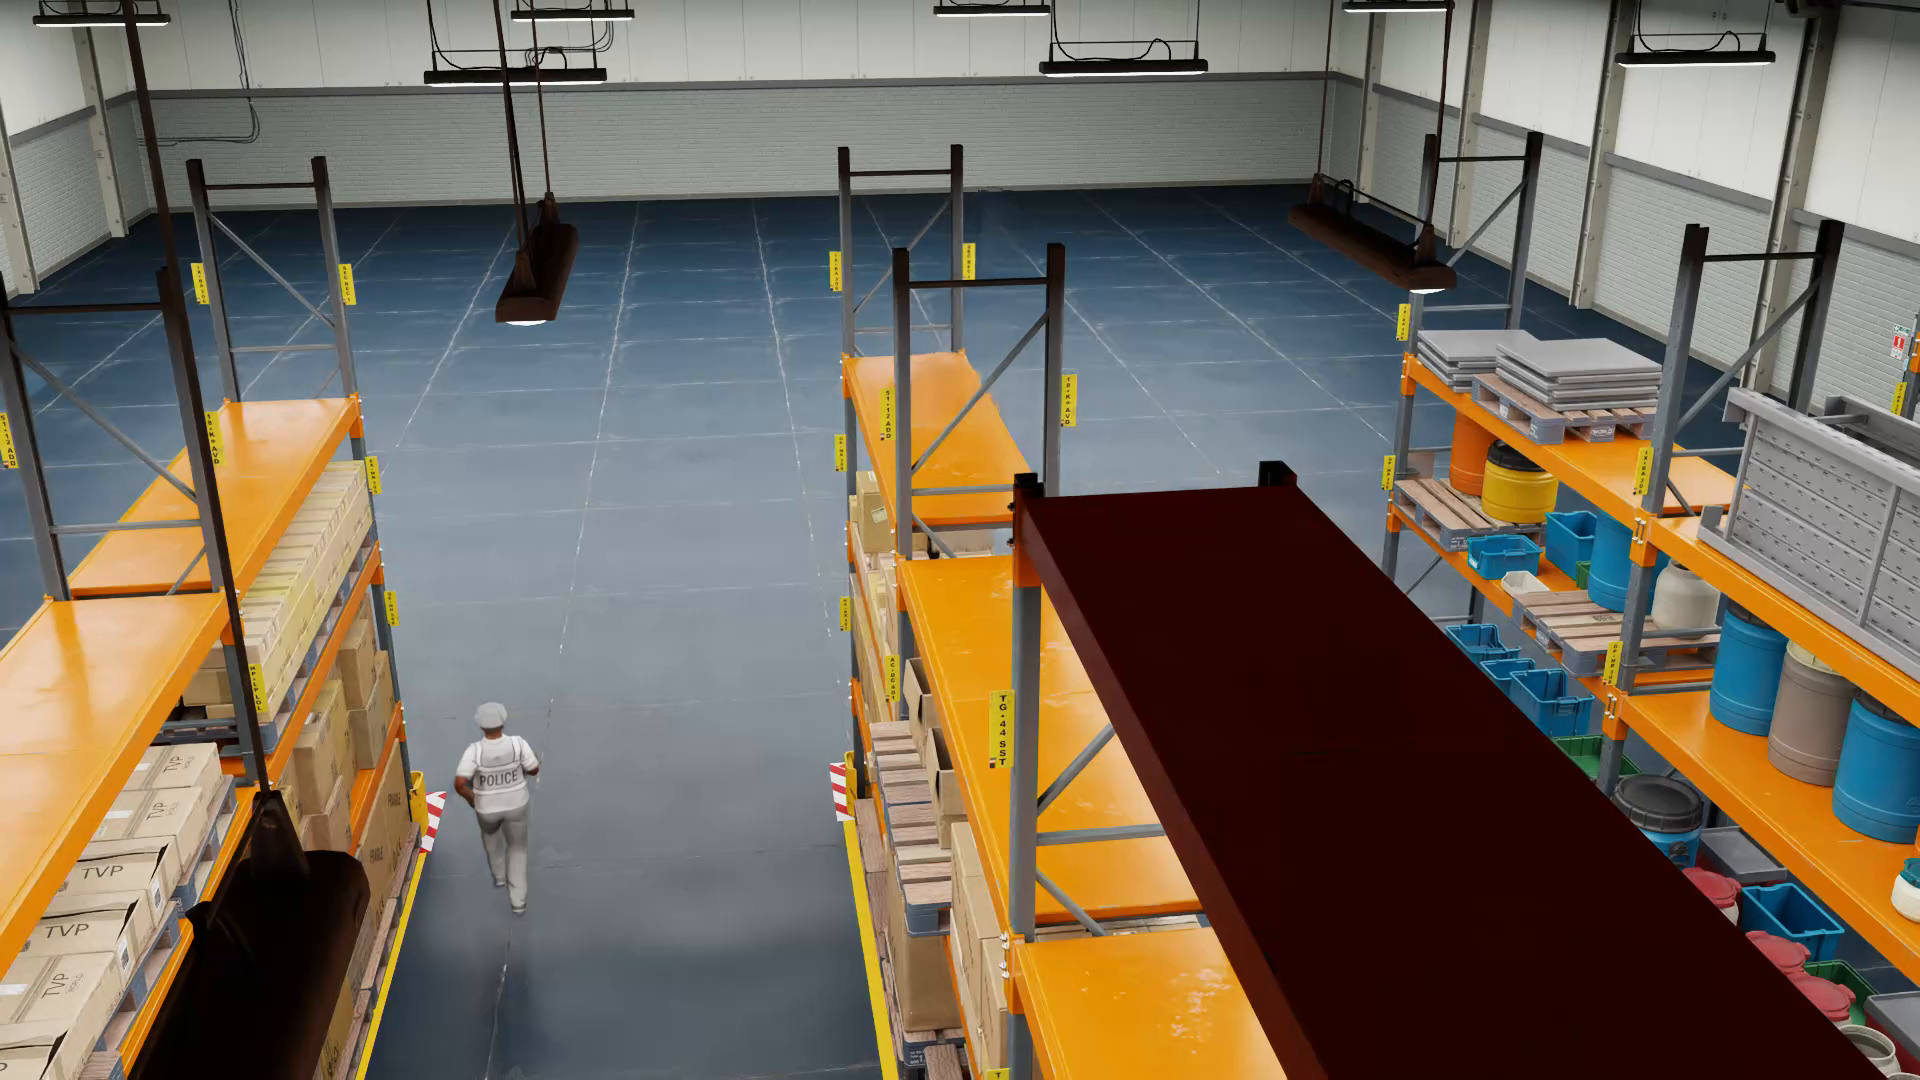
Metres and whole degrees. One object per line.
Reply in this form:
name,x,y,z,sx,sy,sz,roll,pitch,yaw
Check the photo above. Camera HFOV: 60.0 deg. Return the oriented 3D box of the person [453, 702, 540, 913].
person,-3.659,2.127,13.275,0.642,1.821,0.761,-5,22,-12
